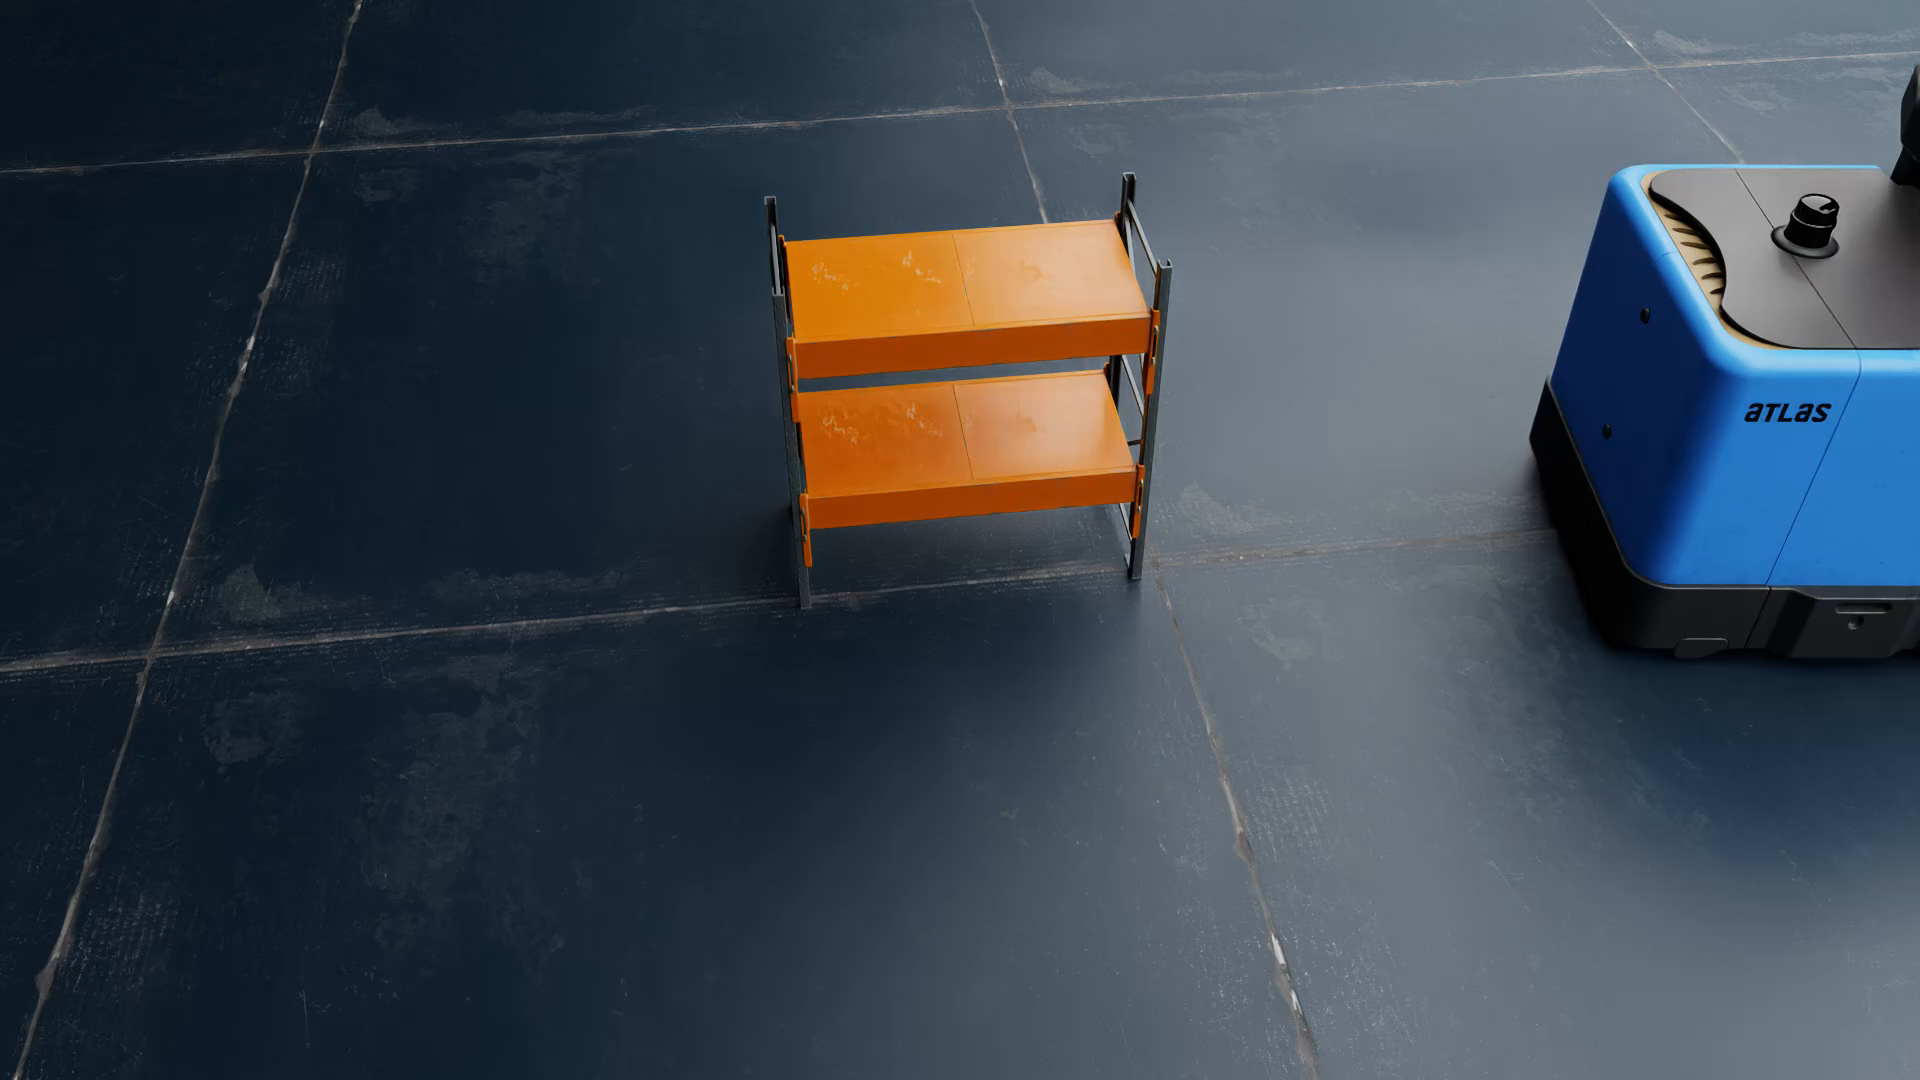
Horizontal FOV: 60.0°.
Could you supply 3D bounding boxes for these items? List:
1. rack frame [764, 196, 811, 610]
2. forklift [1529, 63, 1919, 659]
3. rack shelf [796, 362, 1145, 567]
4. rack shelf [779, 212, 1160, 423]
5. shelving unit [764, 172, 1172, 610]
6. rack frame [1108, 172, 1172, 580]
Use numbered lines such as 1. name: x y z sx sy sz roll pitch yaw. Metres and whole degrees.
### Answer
1. rack frame: -0.497 -0.374 4.825 0.032 1.125 0.500 -5 42 -6
2. forklift: 3.397 -1.069 4.246 3.031 2.935 1.130 0 42 0
3. rack shelf: 0.007 -0.237 5.038 1.000 0.278 0.538 -5 42 -6
4. rack shelf: 0.007 -0.636 4.678 1.000 0.278 0.538 -5 42 -6
5. shelving unit: 0.007 -0.418 4.874 1.048 1.125 0.538 -5 42 -6
6. rack frame: 0.511 -0.462 4.923 0.032 1.125 0.500 -5 42 -6
